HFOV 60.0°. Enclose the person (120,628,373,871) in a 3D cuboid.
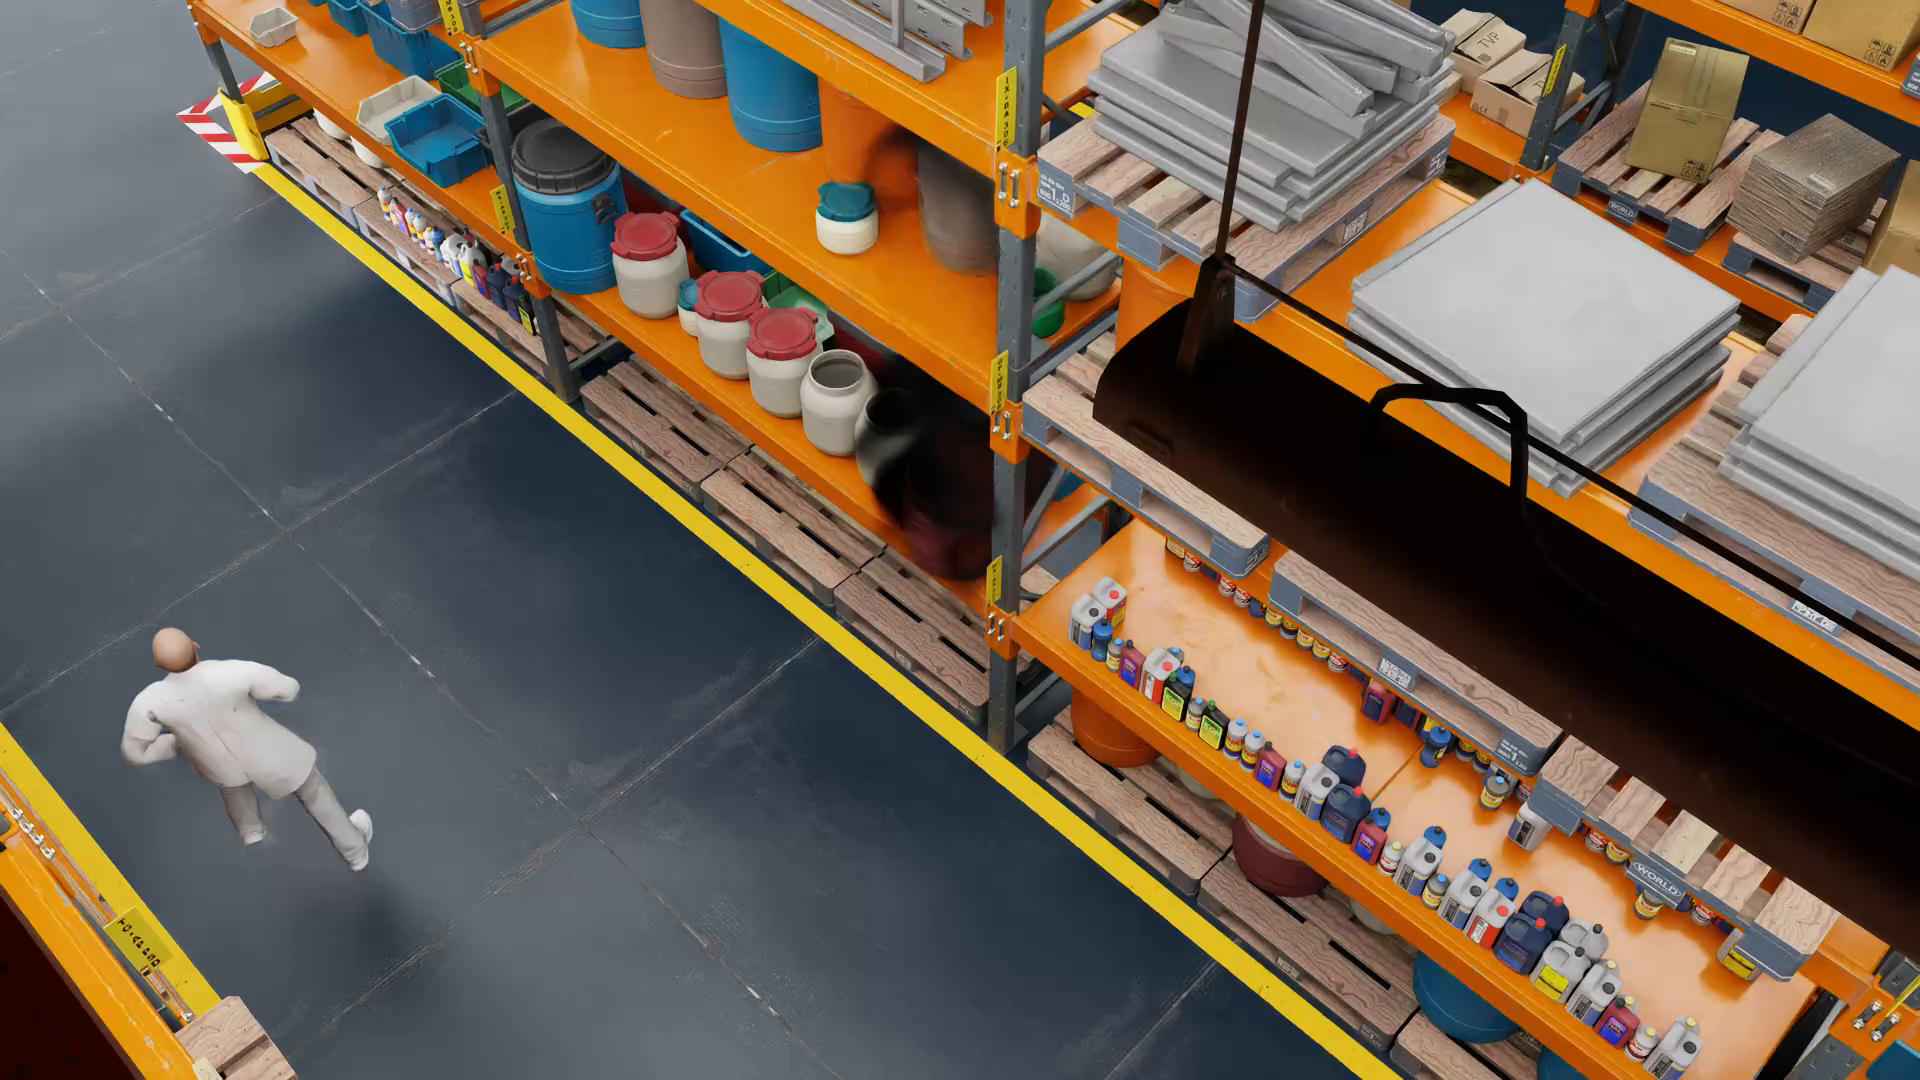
[{"bbox_3d":[-3.504,1.041,8.052,0.821,1.755,0.704,-22,53,-17],"label":"person"}]
